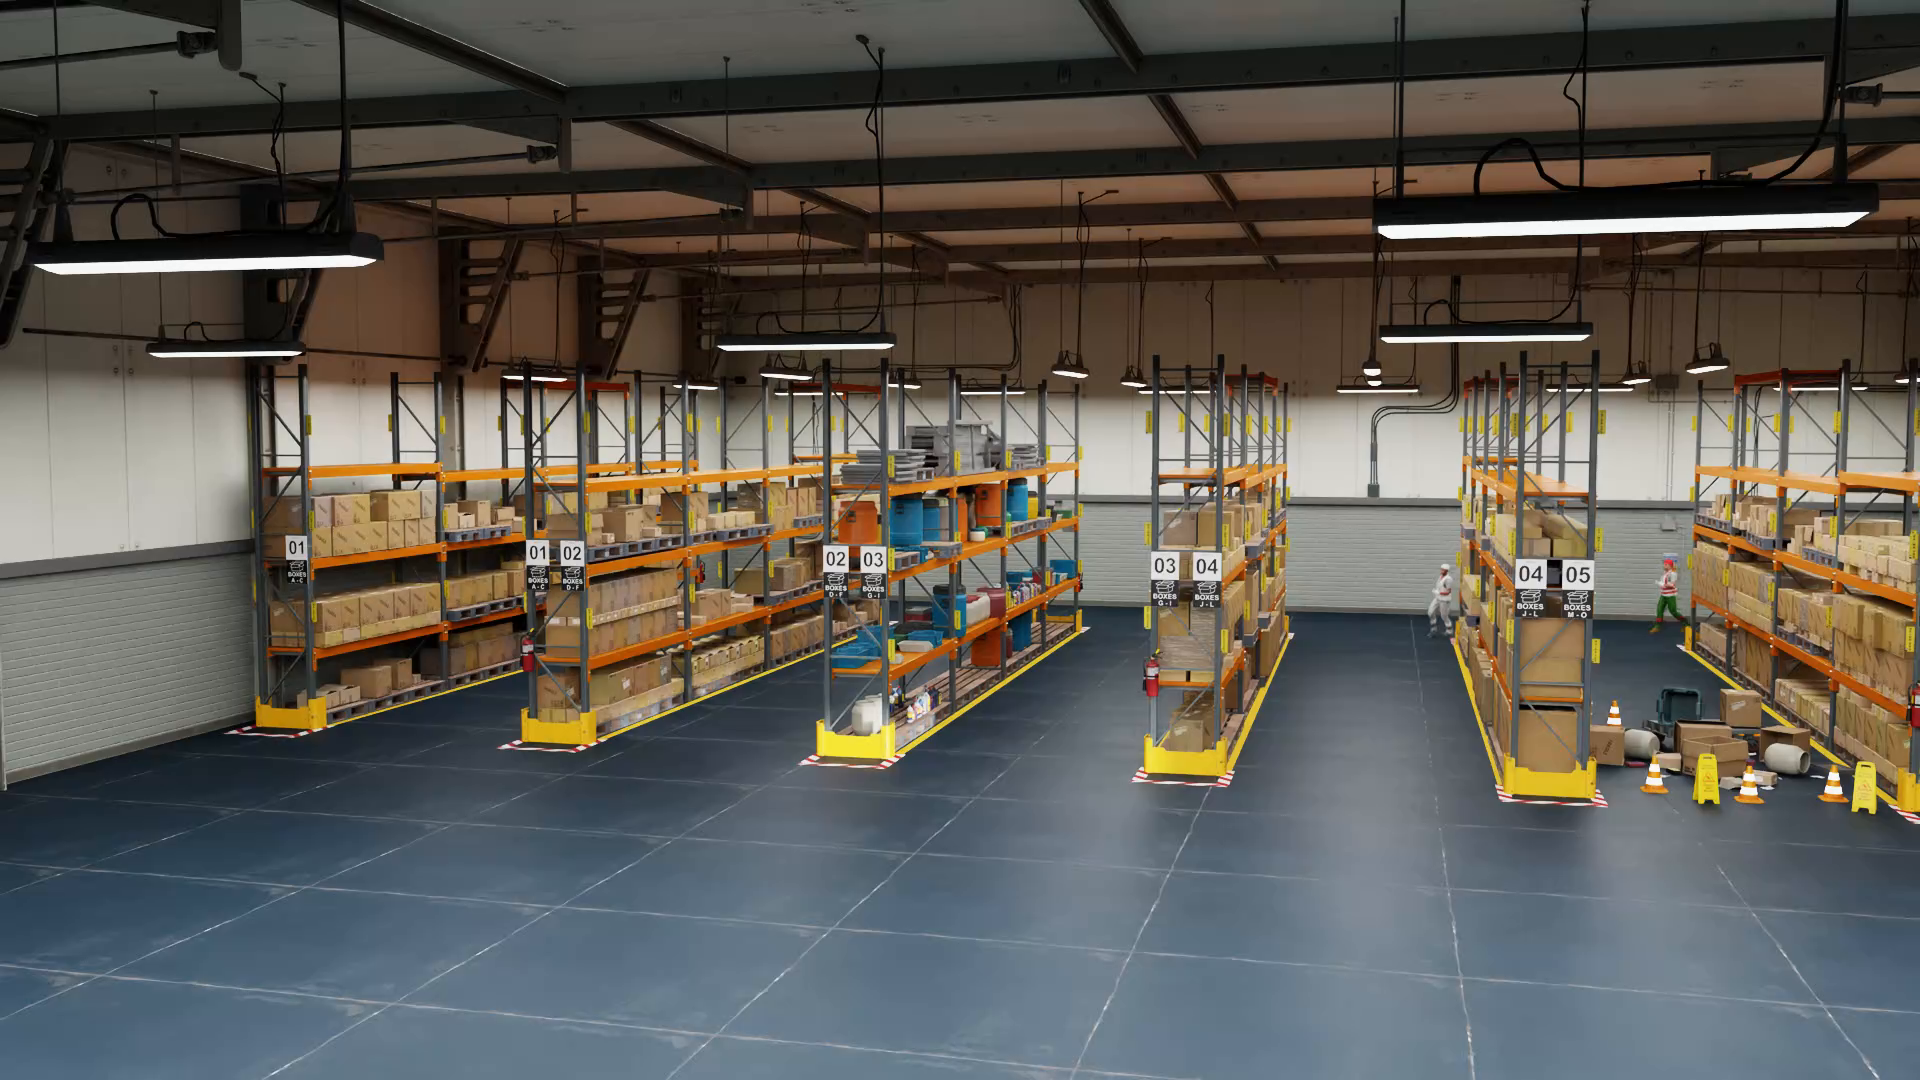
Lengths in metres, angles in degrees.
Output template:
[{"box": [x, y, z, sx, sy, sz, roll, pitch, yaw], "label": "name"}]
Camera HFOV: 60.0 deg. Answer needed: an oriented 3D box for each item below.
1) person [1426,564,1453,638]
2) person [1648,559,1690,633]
[{"box": [11.344, 1.439, 39.015, 0.700, 1.796, 0.664, -1, 4, -17], "label": "person"}, {"box": [16.912, 1.339, 39.641, 1.006, 1.776, 0.665, 0, 4, -5], "label": "person"}]
